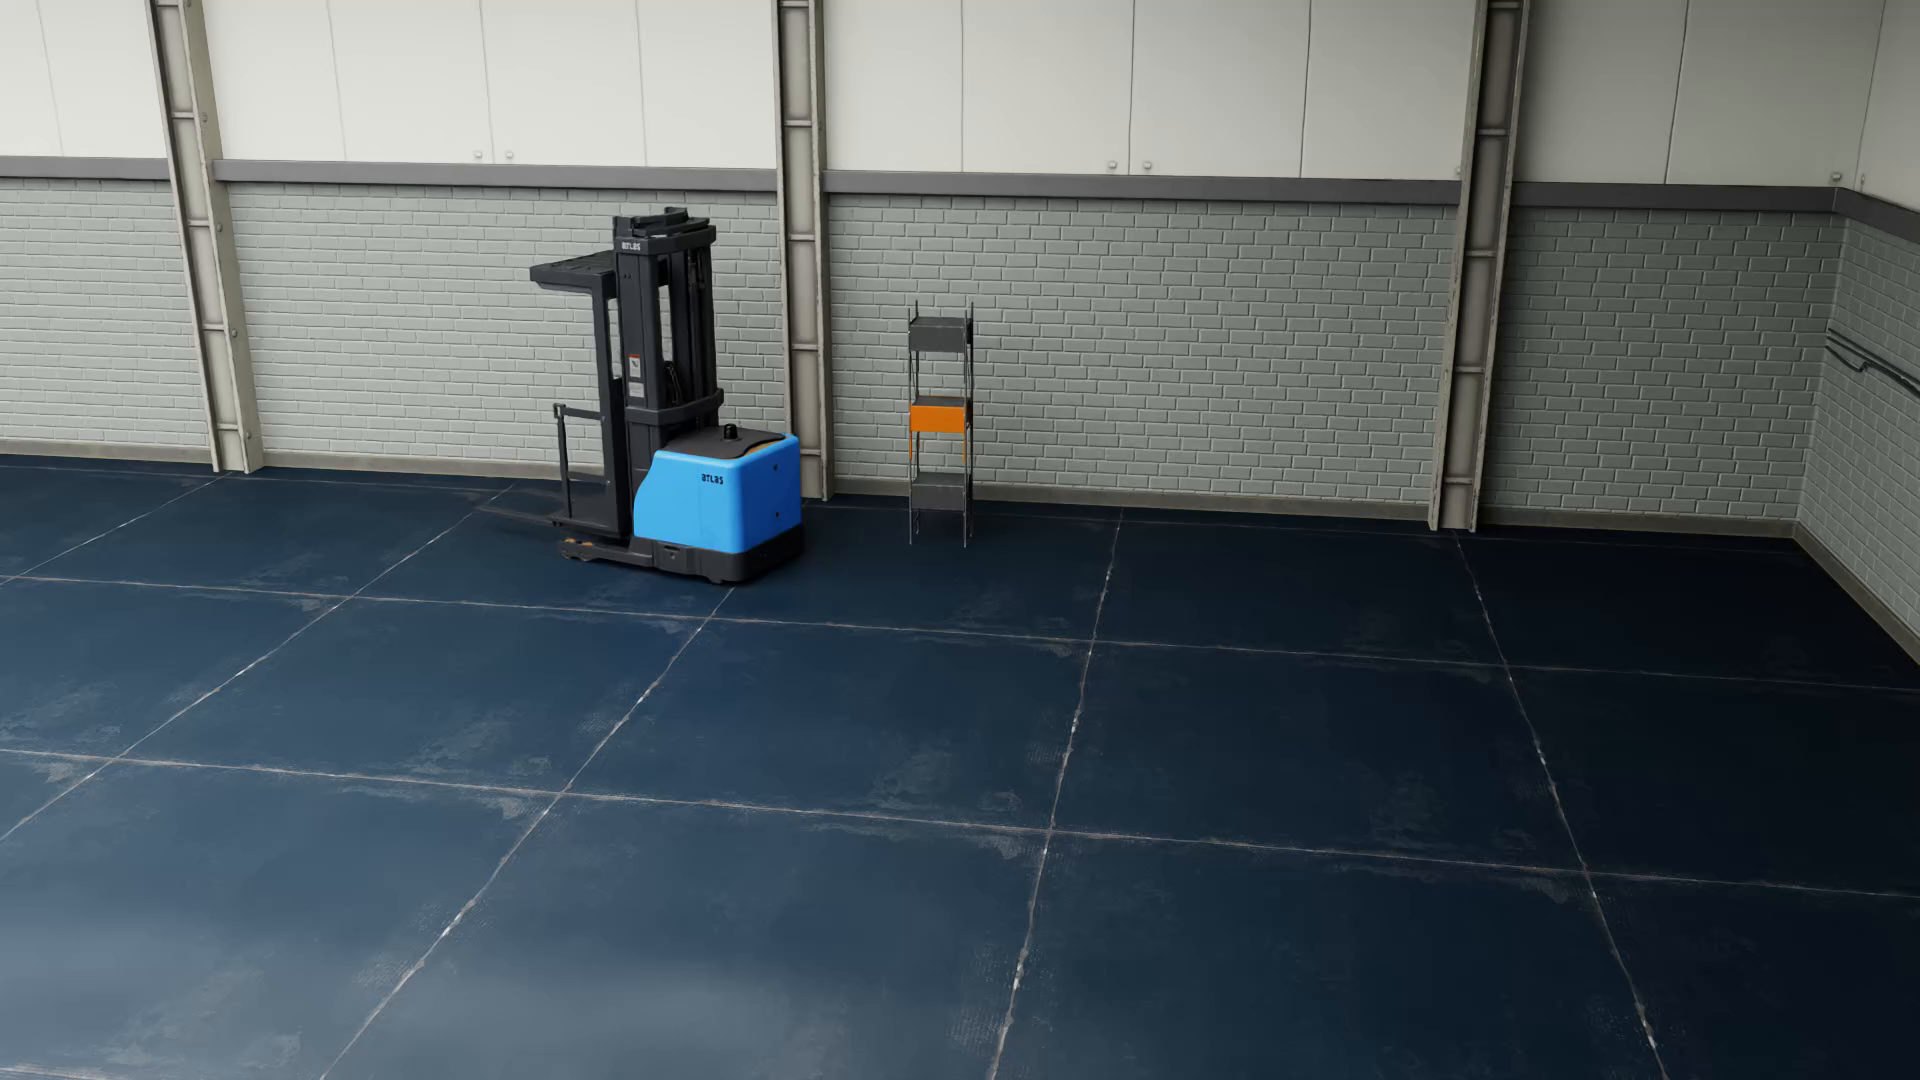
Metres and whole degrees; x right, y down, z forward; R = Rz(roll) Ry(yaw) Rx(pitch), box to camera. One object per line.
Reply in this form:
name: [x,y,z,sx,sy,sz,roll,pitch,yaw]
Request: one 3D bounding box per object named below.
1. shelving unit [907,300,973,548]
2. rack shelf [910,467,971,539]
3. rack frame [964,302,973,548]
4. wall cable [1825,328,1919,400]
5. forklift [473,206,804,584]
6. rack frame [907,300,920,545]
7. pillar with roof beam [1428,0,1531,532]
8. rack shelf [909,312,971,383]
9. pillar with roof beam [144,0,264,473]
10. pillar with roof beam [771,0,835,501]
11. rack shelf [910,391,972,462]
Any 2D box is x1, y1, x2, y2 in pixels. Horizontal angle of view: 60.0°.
shelving unit: [-0.163,-1.004,14.495,0.503,2.100,0.431,3,19,9]
rack shelf: [-0.163,-0.327,14.721,0.480,0.518,0.431,3,19,9]
rack frame: [0.077,-0.992,14.458,0.015,2.100,0.400,3,19,9]
wall cable: [7.188,-2.361,12.570,0.112,2.526,3.097,3,19,9]
forklift: [-2.892,-1.341,14.192,3.031,2.935,1.130,9,21,26]
rack frame: [-0.404,-1.016,14.532,0.015,2.100,0.400,3,19,9]
pillar with roof beam: [3.806,-3.047,9.728,0.400,9.000,9.100,3,19,9]
rack shelf: [-0.163,-1.655,14.277,0.480,0.518,0.431,3,19,9]
pillar with roof beam: [-8.042,-3.651,11.533,0.400,9.000,9.100,3,19,9]
pillar with roof beam: [-2.118,-3.349,10.630,0.400,9.000,9.100,3,19,9]
rack shelf: [-0.163,-0.991,14.499,0.480,0.518,0.431,3,19,9]
